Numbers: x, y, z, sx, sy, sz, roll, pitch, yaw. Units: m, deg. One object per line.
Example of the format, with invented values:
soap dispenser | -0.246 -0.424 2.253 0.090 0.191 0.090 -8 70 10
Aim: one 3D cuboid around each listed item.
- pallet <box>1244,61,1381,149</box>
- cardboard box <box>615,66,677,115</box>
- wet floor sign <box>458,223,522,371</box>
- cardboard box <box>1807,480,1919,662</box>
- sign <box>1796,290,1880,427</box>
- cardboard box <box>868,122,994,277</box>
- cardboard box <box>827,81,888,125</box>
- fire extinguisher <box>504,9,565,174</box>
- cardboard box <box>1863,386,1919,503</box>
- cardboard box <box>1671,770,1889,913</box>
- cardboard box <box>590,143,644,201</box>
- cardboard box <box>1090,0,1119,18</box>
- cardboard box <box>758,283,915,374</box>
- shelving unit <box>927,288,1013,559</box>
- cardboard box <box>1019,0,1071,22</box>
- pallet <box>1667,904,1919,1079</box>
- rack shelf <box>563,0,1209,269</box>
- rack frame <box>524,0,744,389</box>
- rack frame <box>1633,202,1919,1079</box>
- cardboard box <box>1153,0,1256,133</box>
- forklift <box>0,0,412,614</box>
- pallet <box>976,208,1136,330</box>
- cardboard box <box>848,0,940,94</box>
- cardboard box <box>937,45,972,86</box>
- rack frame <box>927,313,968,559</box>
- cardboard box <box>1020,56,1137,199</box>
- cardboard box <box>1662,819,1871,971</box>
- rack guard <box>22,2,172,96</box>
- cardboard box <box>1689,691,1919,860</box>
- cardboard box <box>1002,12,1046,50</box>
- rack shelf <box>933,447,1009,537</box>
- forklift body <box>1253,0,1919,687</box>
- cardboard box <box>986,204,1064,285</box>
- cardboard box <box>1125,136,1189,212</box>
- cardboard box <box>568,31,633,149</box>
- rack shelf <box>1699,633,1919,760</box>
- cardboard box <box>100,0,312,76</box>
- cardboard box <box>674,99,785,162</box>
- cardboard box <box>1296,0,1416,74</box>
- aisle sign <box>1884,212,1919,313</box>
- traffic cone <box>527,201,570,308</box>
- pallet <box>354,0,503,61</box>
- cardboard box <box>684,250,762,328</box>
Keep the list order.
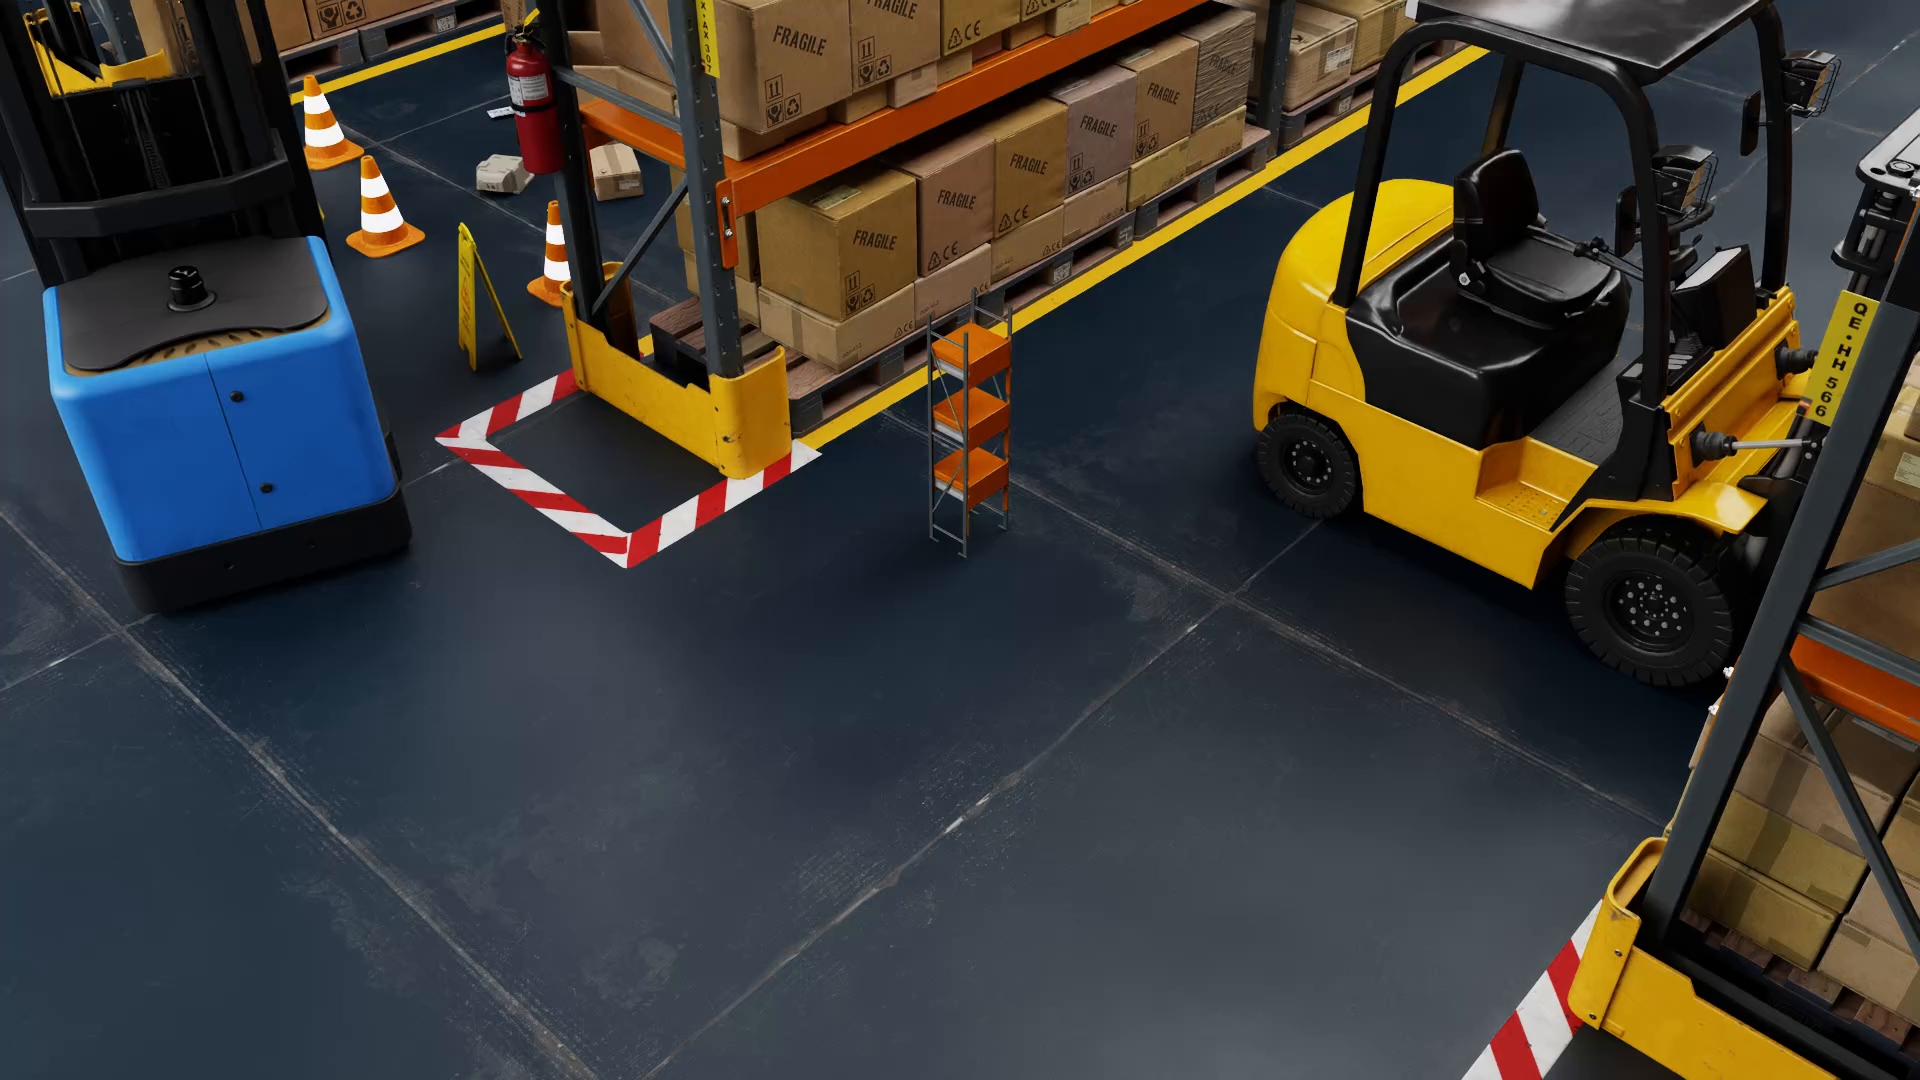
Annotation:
pallet | 1.919 -2.807 10.111 1.003 0.211 1.213 30 47 32
cardboard box | -1.209 -1.866 6.888 0.380 0.149 0.250 31 48 33
wet floor sign | -2.221 -1.143 7.669 0.232 0.644 0.267 -18 42 -21
cardboard box | 2.501 0.004 4.254 0.500 0.500 0.500 29 47 31
sign | 1.972 -0.400 3.723 0.100 0.325 0.005 30 47 32
cardboard box | -0.190 -1.592 7.611 0.500 0.500 0.500 28 46 30
cardboard box | -0.523 -1.883 6.910 0.380 0.149 0.250 28 46 31
fire extinguisher | -1.721 -1.813 6.683 0.296 0.674 0.183 30 47 32
cardboard box | 2.390 -0.190 3.978 0.380 0.149 0.250 30 48 32
cardboard box | 2.461 0.741 4.878 0.500 0.250 0.500 29 47 31
cardboard box | -1.911 -2.037 9.192 0.250 0.149 0.380 -11 40 -14
cardboard box | 0.526 -2.593 7.803 0.380 0.149 0.250 29 47 31
cardboard box | -0.555 -1.045 7.526 0.500 0.250 0.500 29 47 32
shelving unit | 0.036 -0.435 6.454 0.215 1.050 0.252 30 47 32
cardboard box | 0.248 -2.670 7.379 0.500 0.500 0.500 29 47 31
pallet | 2.848 1.102 5.194 1.003 0.211 1.213 30 47 32
rack shelf | 0.046 -2.340 7.861 1.077 0.370 4.000 30 47 32
rack frame | -1.303 -1.703 6.481 1.000 3.000 0.127 30 47 32
rack frame | 2.363 0.380 3.862 1.000 3.000 0.127 30 47 32
cardboard box | 1.194 -2.538 8.800 0.500 0.500 0.500 29 47 31
forklift | -3.280 -1.782 6.636 1.130 2.935 3.031 -16 41 -20
pallet | 0.145 -1.562 8.545 1.003 0.211 1.213 30 47 32
cardboard box | -0.432 -2.199 6.786 0.500 0.500 0.500 31 48 33
cardboard box | -0.168 -2.114 7.200 0.380 0.149 0.250 31 48 33
rack frame | -0.046 -0.379 6.384 0.200 1.050 0.008 30 47 32
cardboard box | 0.509 -2.068 8.210 0.500 0.500 0.500 -31 48 -33
cardboard box | 2.447 0.943 5.026 0.500 0.250 0.500 30 47 32
rack guard | -5.042 -2.745 9.801 1.175 0.500 0.348 30 47 32
cardboard box | 2.444 0.558 4.707 0.500 0.250 0.500 31 48 33
cardboard box | 0.166 -2.369 7.521 0.380 0.149 0.250 28 46 31
rack shelf | 0.036 -0.210 6.634 0.215 0.259 0.240 30 47 32
forklift body | 2.296 -0.925 6.185 2.313 2.155 1.214 30 47 32
cardboard box | 0.154 -1.533 8.139 0.500 0.250 0.500 -31 48 -33
cardboard box | 0.843 -1.995 8.721 0.500 0.250 0.500 28 46 31
cardboard box | -1.987 -2.596 9.610 0.797 0.503 0.637 2 39 2
rack shelf | 3.712 -0.257 5.242 1.077 0.370 4.000 30 47 32
cardboard box | -4.617 -3.407 9.994 0.875 0.875 0.875 30 47 32
cardboard box | -0.921 -1.674 6.646 0.380 0.149 0.250 30 47 32
cardboard box | 2.230 -3.250 10.201 0.625 0.372 0.950 -31 48 -33
aisle sign | 2.102 -0.731 3.170 0.394 0.787 0.004 30 47 32
traffic cone | -1.965 -1.449 8.200 0.336 0.463 0.334 30 47 32
pallet | -3.721 -3.601 11.109 1.003 0.211 1.213 30 47 32
cardboard box | -0.940 -1.286 7.829 0.500 0.250 0.500 29 47 32
